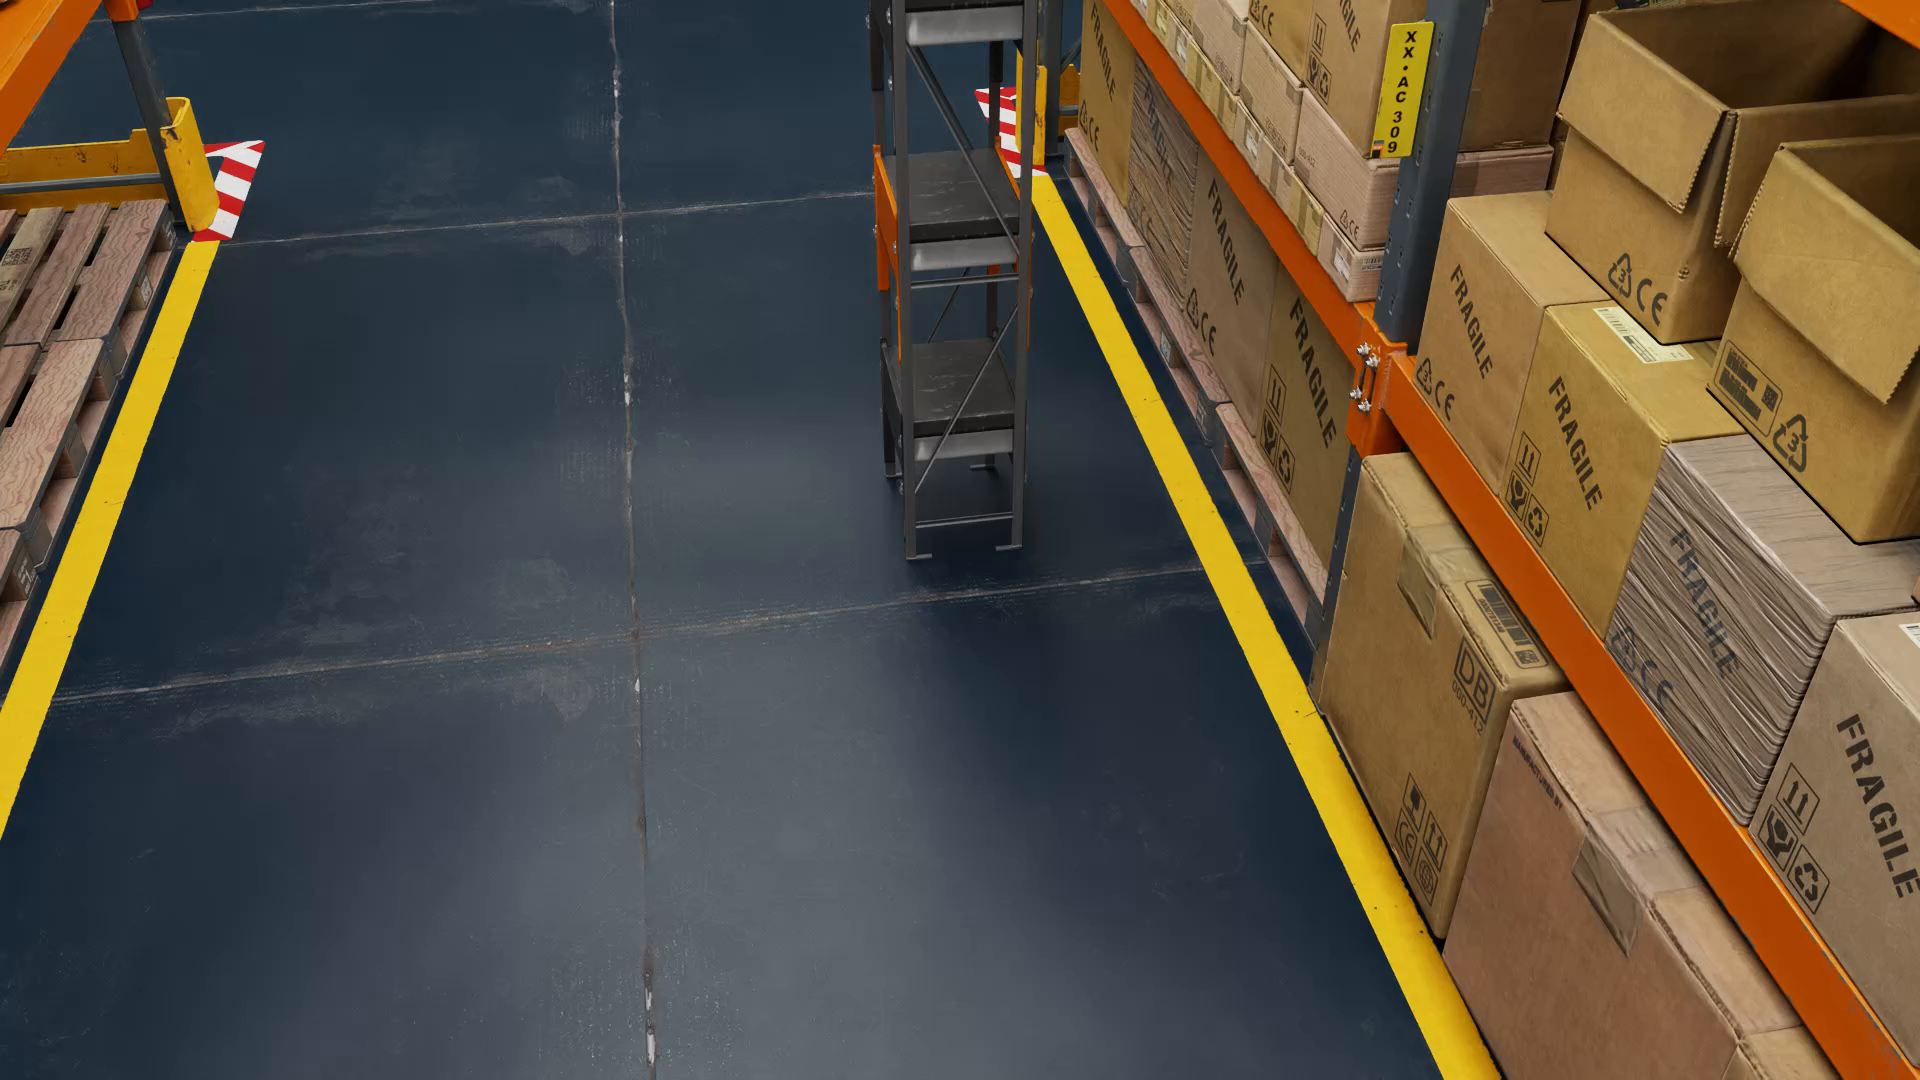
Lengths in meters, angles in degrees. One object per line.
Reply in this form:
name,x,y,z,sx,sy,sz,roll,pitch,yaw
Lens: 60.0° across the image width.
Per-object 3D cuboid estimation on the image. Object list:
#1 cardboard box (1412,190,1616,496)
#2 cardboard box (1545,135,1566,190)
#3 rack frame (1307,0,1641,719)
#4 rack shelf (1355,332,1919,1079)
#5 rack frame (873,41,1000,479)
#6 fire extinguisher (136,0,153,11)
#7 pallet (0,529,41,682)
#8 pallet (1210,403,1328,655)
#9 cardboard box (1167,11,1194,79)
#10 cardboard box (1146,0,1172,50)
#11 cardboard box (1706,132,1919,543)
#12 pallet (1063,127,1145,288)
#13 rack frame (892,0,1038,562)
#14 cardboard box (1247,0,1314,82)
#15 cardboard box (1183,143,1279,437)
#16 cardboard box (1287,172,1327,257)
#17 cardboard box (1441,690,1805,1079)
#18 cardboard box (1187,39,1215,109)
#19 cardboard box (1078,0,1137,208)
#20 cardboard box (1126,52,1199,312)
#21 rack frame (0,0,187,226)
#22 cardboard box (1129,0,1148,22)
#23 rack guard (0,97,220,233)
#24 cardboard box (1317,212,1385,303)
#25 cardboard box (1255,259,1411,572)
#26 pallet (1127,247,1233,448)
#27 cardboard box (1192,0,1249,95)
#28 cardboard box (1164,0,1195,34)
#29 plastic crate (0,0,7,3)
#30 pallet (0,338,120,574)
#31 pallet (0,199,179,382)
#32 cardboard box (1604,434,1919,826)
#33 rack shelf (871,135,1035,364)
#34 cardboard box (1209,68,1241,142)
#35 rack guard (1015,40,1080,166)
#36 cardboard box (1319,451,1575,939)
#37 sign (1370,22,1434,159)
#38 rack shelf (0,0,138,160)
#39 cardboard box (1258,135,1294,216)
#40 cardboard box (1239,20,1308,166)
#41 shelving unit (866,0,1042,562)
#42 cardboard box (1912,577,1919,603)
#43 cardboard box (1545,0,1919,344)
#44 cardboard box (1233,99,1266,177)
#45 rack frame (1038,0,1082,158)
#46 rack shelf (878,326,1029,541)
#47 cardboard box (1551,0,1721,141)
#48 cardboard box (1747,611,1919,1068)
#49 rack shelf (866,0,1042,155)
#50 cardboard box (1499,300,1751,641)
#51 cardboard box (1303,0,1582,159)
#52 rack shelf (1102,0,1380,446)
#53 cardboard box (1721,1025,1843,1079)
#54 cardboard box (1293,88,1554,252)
cardboard box,1.411,-0.468,3.826,0.500,0.500,0.500,-6,38,-8
cardboard box,1.752,-1.104,4.606,0.500,0.250,0.500,-7,38,-9
rack frame,1.576,-0.734,4.249,1.000,3.000,0.127,-6,38,-8
rack shelf,1.927,0.759,2.915,1.077,0.370,4.000,-6,38,-8
rack frame,-0.072,-1.077,5.424,0.400,2.100,0.015,-6,38,-8
fire extinguisher,-3.580,-2.579,6.992,0.296,0.674,0.183,-6,38,-8
pallet,-3.467,0.460,4.985,1.003,0.211,1.213,-6,38,-8
pallet,1.520,-0.100,5.707,1.003,0.211,1.213,-6,38,-8
cardboard box,0.931,-1.713,5.715,0.380,0.149,0.250,-6,38,-7
cardboard box,0.884,-1.872,5.919,0.380,0.149,0.250,-7,38,-9
cardboard box,1.805,-0.369,2.880,0.797,0.503,0.637,-6,38,-7
pallet,1.092,-1.574,7.604,1.003,0.211,1.213,-6,38,-8
rack frame,0.014,-0.782,5.045,0.400,2.100,0.015,-6,38,-8
cardboard box,1.149,-1.640,4.684,0.500,0.500,0.500,-6,38,-7
cardboard box,1.382,-1.011,5.996,0.875,0.875,0.875,-6,38,-8
cardboard box,1.155,-0.939,4.719,0.380,0.149,0.250,-6,38,-7
cardboard box,1.866,0.864,3.583,1.225,0.875,0.875,-7,38,-10
cardboard box,0.975,-1.559,5.517,0.380,0.149,0.250,-7,38,-9
cardboard box,1.066,-2.098,7.396,0.875,0.875,0.875,-6,38,-8
cardboard box,1.226,-1.549,6.688,0.875,0.875,0.875,-6,38,-8
rack frame,-4.001,-2.617,6.673,1.000,3.000,0.127,-6,38,-8
cardboard box,0.840,-2.024,6.115,0.380,0.149,0.250,-7,38,-8
rack guard,-4.018,-1.643,7.457,1.175,0.500,0.348,-6,38,-8
cardboard box,1.201,-0.783,4.518,0.380,0.149,0.250,-6,38,-8
cardboard box,1.540,-0.468,5.296,0.875,0.875,0.875,-6,38,-8
pallet,1.303,-0.839,6.657,1.003,0.211,1.213,-6,38,-8
cardboard box,1.058,-1.651,5.310,0.500,0.250,0.500,-5,38,-7
cardboard box,0.972,-1.957,5.704,0.500,0.250,0.500,-7,38,-9
plastic crate,-3.680,-2.063,6.127,0.396,0.136,0.243,-6,38,-8
pallet,-3.684,-0.278,5.936,1.003,0.211,1.213,-6,38,-8
pallet,-3.895,-1.013,6.882,1.003,0.211,1.213,-6,38,-8
cardboard box,1.587,0.138,3.046,0.500,0.500,0.500,-7,38,-9
rack shelf,-0.029,-0.918,5.243,0.431,0.518,0.480,-6,38,-8
cardboard box,1.020,-1.405,5.318,0.380,0.149,0.250,-6,38,-7
rack guard,0.871,-2.177,8.145,1.175,0.500,0.348,-6,38,-8
cardboard box,1.708,0.324,4.277,1.225,0.875,0.875,-6,38,-8
sign,1.030,-1.046,3.881,0.100,0.325,0.005,-6,38,-8
rack shelf,-3.650,-1.125,5.339,1.077,0.370,4.000,-6,38,-8
cardboard box,1.110,-1.094,4.918,0.380,0.149,0.250,-7,38,-9
cardboard box,1.148,-1.343,4.913,0.500,0.250,0.500,-5,38,-7
shelving unit,-0.029,-0.929,5.235,0.431,2.100,0.503,-6,38,-8
cardboard box,1.930,0.005,2.399,0.797,0.503,0.637,-5,38,-6
cardboard box,1.697,-0.784,3.415,0.797,0.503,0.637,-7,38,-9
cardboard box,1.065,-1.249,5.118,0.380,0.149,0.250,-6,38,-7
rack frame,0.875,-3.150,7.359,1.000,3.000,0.127,-6,38,-8
rack shelf,-0.029,-0.366,5.672,0.431,0.518,0.480,-6,38,-8
cardboard box,1.744,-1.405,4.382,0.500,0.500,0.500,-6,38,-8
cardboard box,1.683,0.449,2.646,0.500,0.500,0.500,-6,38,-7
rack shelf,-0.029,-1.471,4.813,0.431,0.518,0.480,-6,38,-8
cardboard box,1.500,-0.165,3.436,0.500,0.500,0.500,-6,38,-8
cardboard box,1.233,-1.337,4.294,0.500,0.500,0.500,-5,38,-7
rack shelf,1.226,-1.657,6.025,1.077,0.370,4.000,-6,38,-8
cardboard box,2.029,1.397,2.896,1.225,0.875,0.875,-6,38,-8
cardboard box,1.241,-1.030,4.511,0.500,0.250,0.500,-7,38,-9
